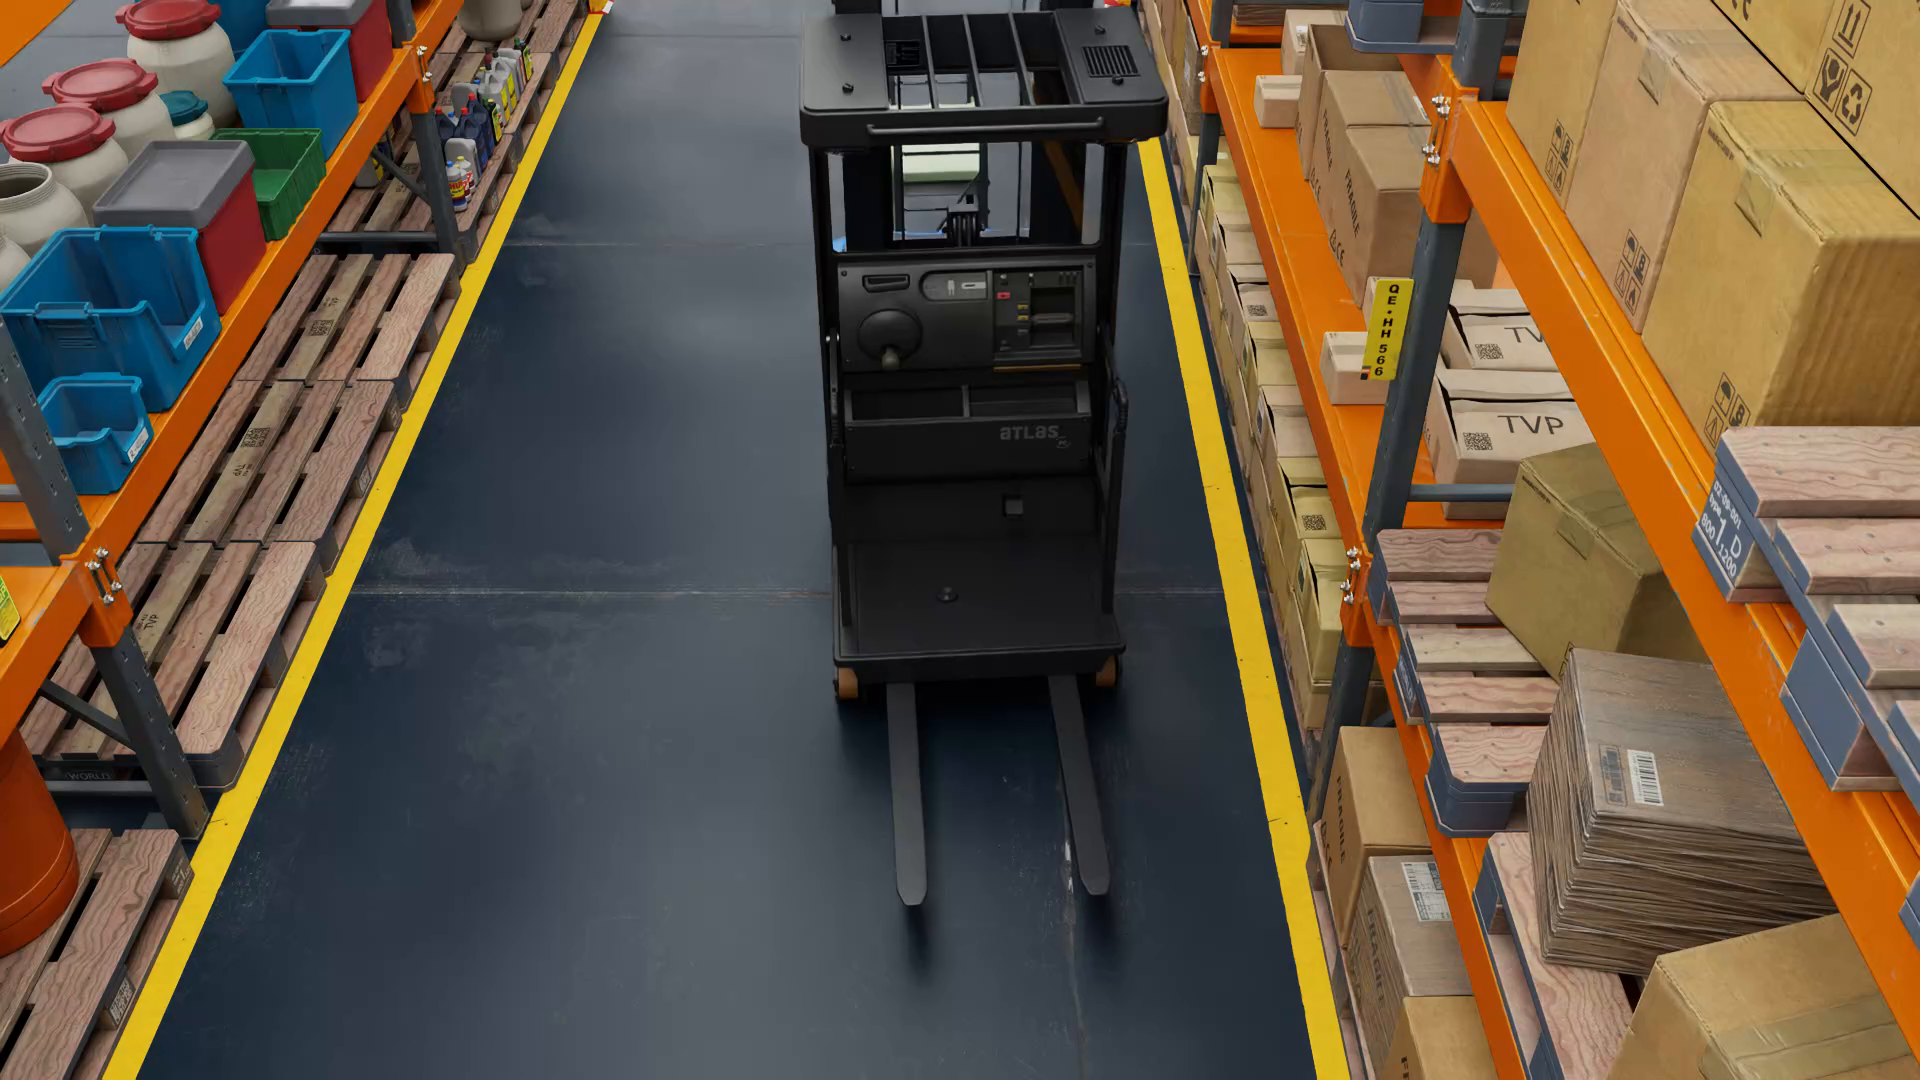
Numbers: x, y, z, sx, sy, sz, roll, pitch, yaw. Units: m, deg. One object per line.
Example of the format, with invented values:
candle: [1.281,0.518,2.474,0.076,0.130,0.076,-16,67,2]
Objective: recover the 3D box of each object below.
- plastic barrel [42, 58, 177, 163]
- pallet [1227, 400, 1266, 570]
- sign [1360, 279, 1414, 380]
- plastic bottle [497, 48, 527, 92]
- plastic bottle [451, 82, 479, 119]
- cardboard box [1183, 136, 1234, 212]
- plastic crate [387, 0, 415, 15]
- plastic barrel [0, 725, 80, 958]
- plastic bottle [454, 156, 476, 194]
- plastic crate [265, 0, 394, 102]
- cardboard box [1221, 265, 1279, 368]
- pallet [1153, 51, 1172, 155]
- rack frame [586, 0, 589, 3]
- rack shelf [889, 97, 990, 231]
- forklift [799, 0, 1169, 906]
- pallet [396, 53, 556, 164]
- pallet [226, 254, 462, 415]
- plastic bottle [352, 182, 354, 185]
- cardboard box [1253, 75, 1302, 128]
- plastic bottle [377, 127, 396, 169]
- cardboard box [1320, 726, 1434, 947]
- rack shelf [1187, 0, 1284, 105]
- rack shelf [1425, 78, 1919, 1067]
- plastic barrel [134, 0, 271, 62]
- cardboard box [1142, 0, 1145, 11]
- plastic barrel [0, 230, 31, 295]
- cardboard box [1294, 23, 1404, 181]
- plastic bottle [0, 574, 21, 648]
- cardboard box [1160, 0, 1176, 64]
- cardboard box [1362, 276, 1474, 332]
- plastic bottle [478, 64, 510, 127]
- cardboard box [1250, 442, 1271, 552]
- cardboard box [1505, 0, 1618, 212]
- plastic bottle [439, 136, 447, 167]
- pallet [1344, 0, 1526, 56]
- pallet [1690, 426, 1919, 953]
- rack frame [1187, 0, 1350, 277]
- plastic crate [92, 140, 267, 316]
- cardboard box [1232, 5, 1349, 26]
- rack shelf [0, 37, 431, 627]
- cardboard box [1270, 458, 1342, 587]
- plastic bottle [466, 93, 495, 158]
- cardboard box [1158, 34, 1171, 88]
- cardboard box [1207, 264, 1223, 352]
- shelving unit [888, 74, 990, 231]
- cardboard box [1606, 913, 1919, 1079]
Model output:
plastic barrel: [-3.426,-1.632,6.779,0.433,0.535,0.433,0,39,0]
pallet: [1.788,-0.324,7.485,1.003,0.211,1.213,0,39,0]
sign: [1.194,-0.586,4.656,0.100,0.325,0.005,0,39,0]
plastic bottle: [-2.800,-2.941,10.347,0.152,0.276,0.135,0,39,0]
plastic bottle: [-2.944,-2.618,9.945,0.152,0.276,0.135,0,39,0]
cardboard box: [1.525,-2.018,9.233,0.500,0.250,0.500,0,39,0]
plastic crate: [-3.082,-2.940,8.569,0.767,0.338,0.504,0,39,0]
plastic barrel: [-3.187,0.854,5.185,0.600,0.830,0.708,0,39,0]
plastic bottle: [-2.771,-2.043,9.286,0.097,0.201,0.097,0,39,0]
plastic crate: [-2.903,-2.359,7.744,0.402,0.464,0.583,0,39,0]
cardboard box: [1.493,-1.052,7.579,0.500,0.311,0.500,-1,39,-2]
pallet: [1.781,-2.812,10.590,1.003,0.211,1.213,0,39,0]
rack frame: [-3.214,-5.138,11.263,1.000,3.000,0.127,0,39,0]
rack shelf: [-0.110,-1.678,7.520,0.431,0.370,0.720,-3,39,-3]
forklift: [0.045,-0.740,5.830,1.130,2.935,3.031,-3,39,-3]
pallet: [-3.172,-2.733,10.492,1.003,0.211,1.213,0,39,0]
pallet: [-3.169,-1.057,8.400,1.003,0.211,1.213,0,39,0]
plastic bottle: [-3.498,-2.177,9.334,0.144,0.351,0.185,-1,39,-1]
cardboard box: [1.541,-1.985,7.530,0.380,0.149,0.250,0,39,0]
plastic bottle: [-3.350,-2.284,9.527,0.152,0.276,0.135,0,39,0]
cardboard box: [1.464,0.952,5.310,0.500,0.500,0.500,2,39,2]
rack shelf: [1.742,-3.608,9.928,1.077,0.370,4.000,0,39,0]
rack shelf: [1.751,0.225,2.748,1.077,0.370,4.000,0,39,0]
plastic barrel: [-3.512,-2.590,7.683,0.600,0.901,0.708,0,39,0]
cardboard box: [1.518,-3.894,11.574,0.500,0.250,0.500,0,39,0]
plastic barrel: [-3.419,-0.822,5.787,0.421,0.512,0.421,0,39,0]
cardboard box: [1.729,-1.867,7.101,0.500,0.500,0.500,3,39,3]
plastic bottle: [-2.777,0.163,4.741,0.061,0.283,0.133,0,39,0]
cardboard box: [1.517,-3.249,10.169,0.500,0.500,0.500,0,39,0]
cardboard box: [1.691,-0.836,6.095,0.380,0.149,0.250,3,39,3]
plastic bottle: [-2.796,-2.663,9.941,0.144,0.351,0.185,0,39,0]
cardboard box: [1.503,-0.193,6.955,0.500,0.250,0.500,1,39,1]
cardboard box: [1.783,-1.073,3.712,0.910,0.500,0.500,0,39,0]
plastic bottle: [-2.905,-2.149,9.354,0.061,0.283,0.133,0,39,0]
pallet: [1.659,-1.657,4.672,1.213,0.211,1.003,2,39,2]
pallet: [1.819,0.212,2.339,1.213,0.211,1.003,0,39,0]
rack frame: [1.744,-2.638,8.143,1.000,3.000,0.127,0,39,0]
plastic crate: [-2.900,-1.171,6.261,0.402,0.464,0.583,0,39,0]
cardboard box: [1.737,-2.954,8.458,0.700,0.500,0.500,-1,39,-1]
rack shelf: [-3.207,-1.105,6.805,1.077,0.370,4.000,0,39,0]
cardboard box: [1.495,-0.098,6.389,0.500,0.311,0.500,-1,39,-1]
plastic bottle: [-2.795,-2.398,9.610,0.144,0.351,0.185,-2,39,-2]
cardboard box: [1.518,-2.956,10.403,0.500,0.250,0.500,0,39,0]
cardboard box: [1.496,-1.156,8.157,0.500,0.250,0.500,1,39,1]
shelving unit: [-0.110,-1.373,7.764,0.431,1.500,0.755,-3,39,-3]
cardboard box: [1.690,1.057,3.116,0.700,0.500,0.500,-9,40,-11]
